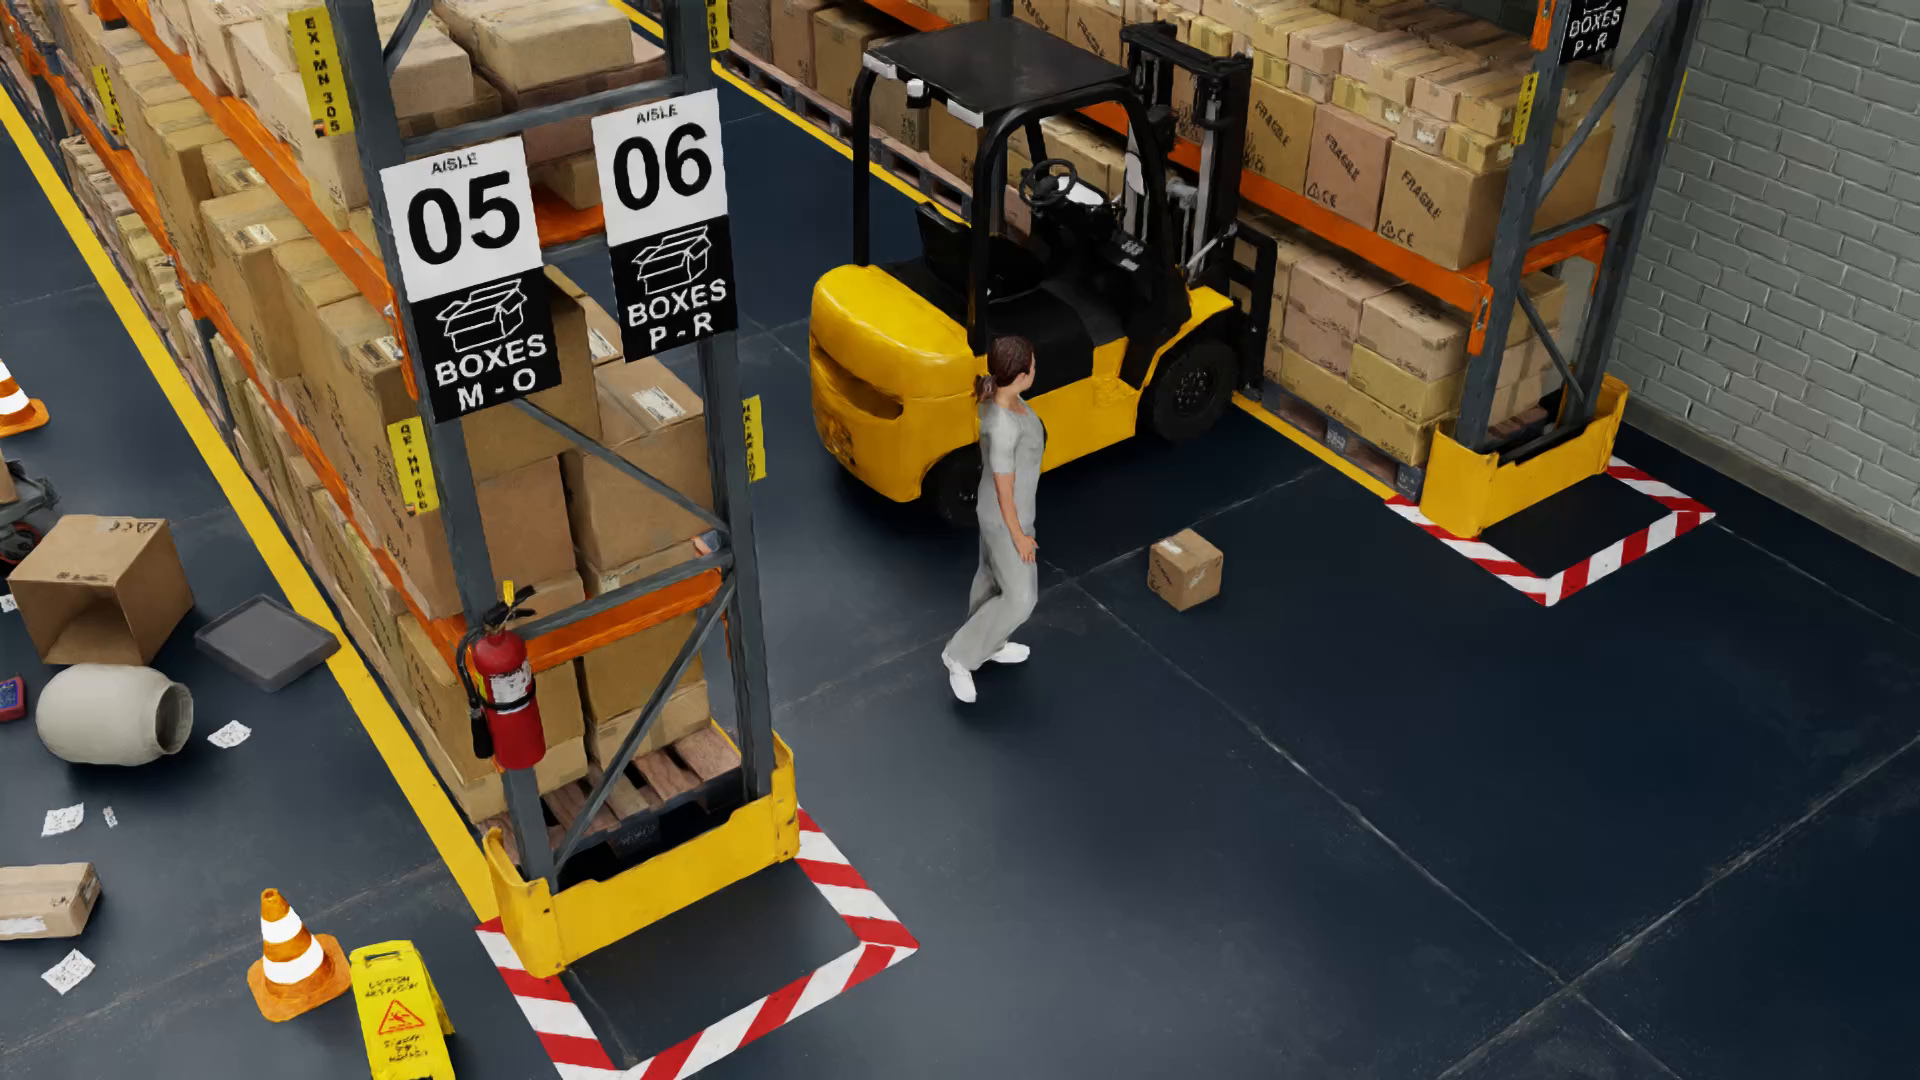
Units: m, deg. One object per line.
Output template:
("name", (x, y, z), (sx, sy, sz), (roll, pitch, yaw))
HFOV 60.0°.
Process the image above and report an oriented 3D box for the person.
("person", (0.151, -0.143, 7.116), (0.421, 1.598, 0.521), (1, 37, 2))
